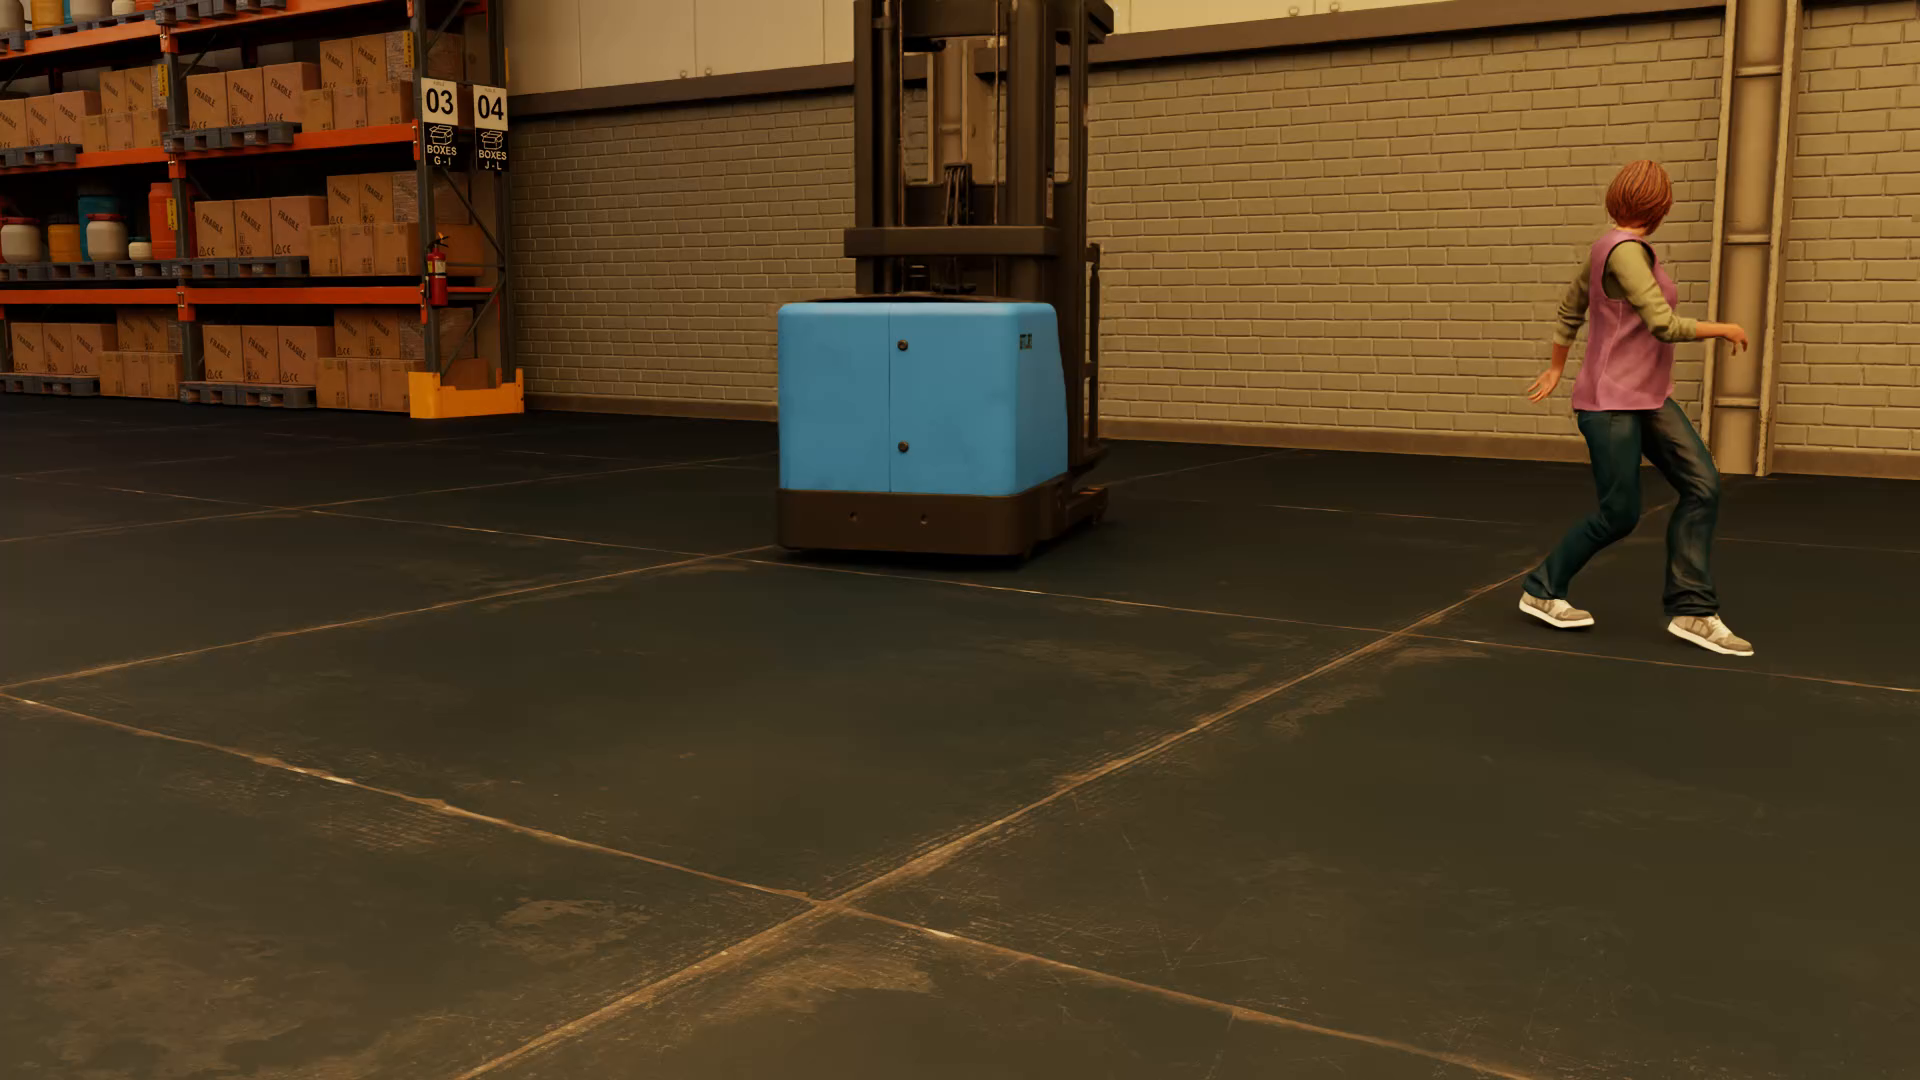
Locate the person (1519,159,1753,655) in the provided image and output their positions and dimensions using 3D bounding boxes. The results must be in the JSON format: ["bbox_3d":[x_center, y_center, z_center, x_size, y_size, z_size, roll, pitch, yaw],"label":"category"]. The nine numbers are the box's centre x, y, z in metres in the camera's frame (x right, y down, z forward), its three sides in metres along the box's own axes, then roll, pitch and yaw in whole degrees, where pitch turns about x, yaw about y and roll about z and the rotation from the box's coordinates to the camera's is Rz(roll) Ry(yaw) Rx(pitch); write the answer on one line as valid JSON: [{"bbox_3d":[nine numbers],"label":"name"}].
[{"bbox_3d":[2.163,-0.434,5.328,0.838,1.533,0.433,7,11,41],"label":"person"}]

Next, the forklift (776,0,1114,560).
[{"bbox_3d":[0.116,-1.538,8.010,1.130,2.935,3.031,2,8,15],"label":"forklift"}]
